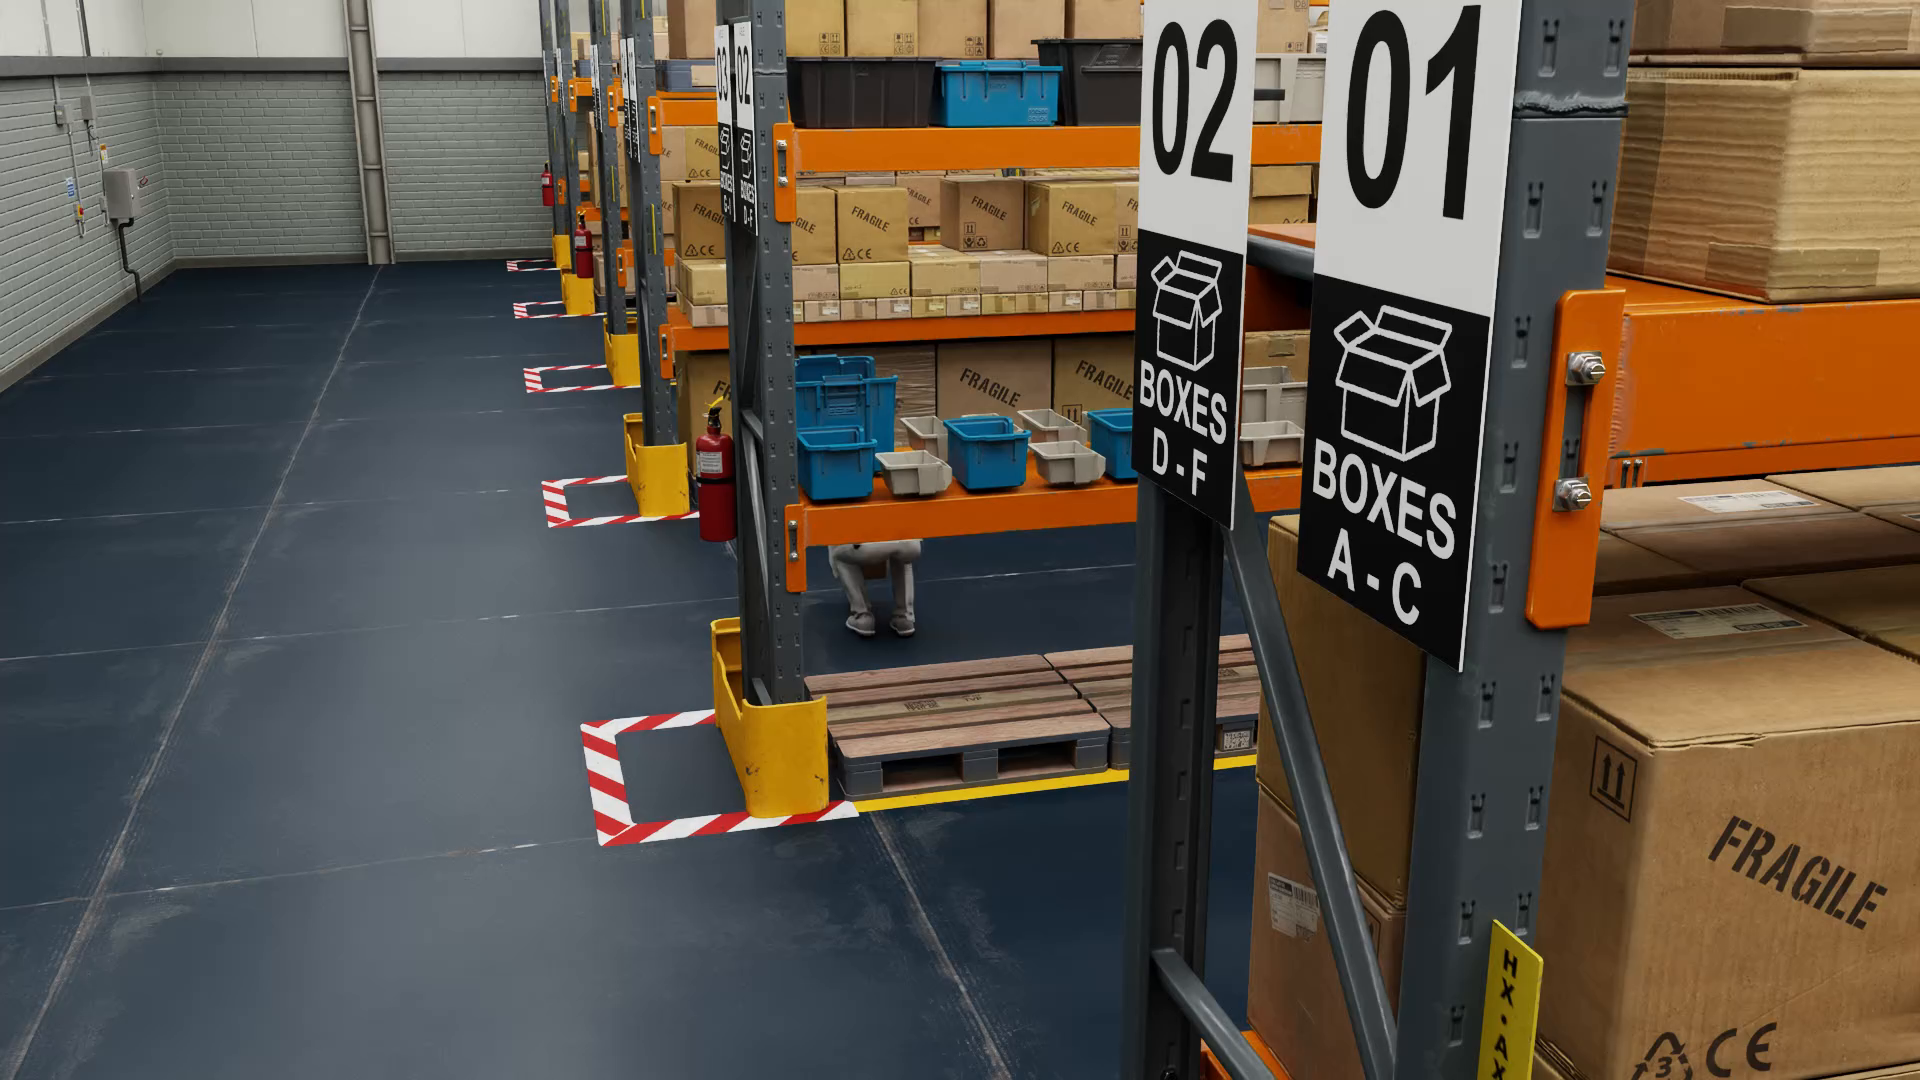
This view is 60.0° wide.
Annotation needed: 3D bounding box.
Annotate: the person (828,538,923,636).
[{"bbox_3d":[-0.482,0.005,9.257,0.456,0.982,0.889,-5,17,-17],"label":"person"}]
